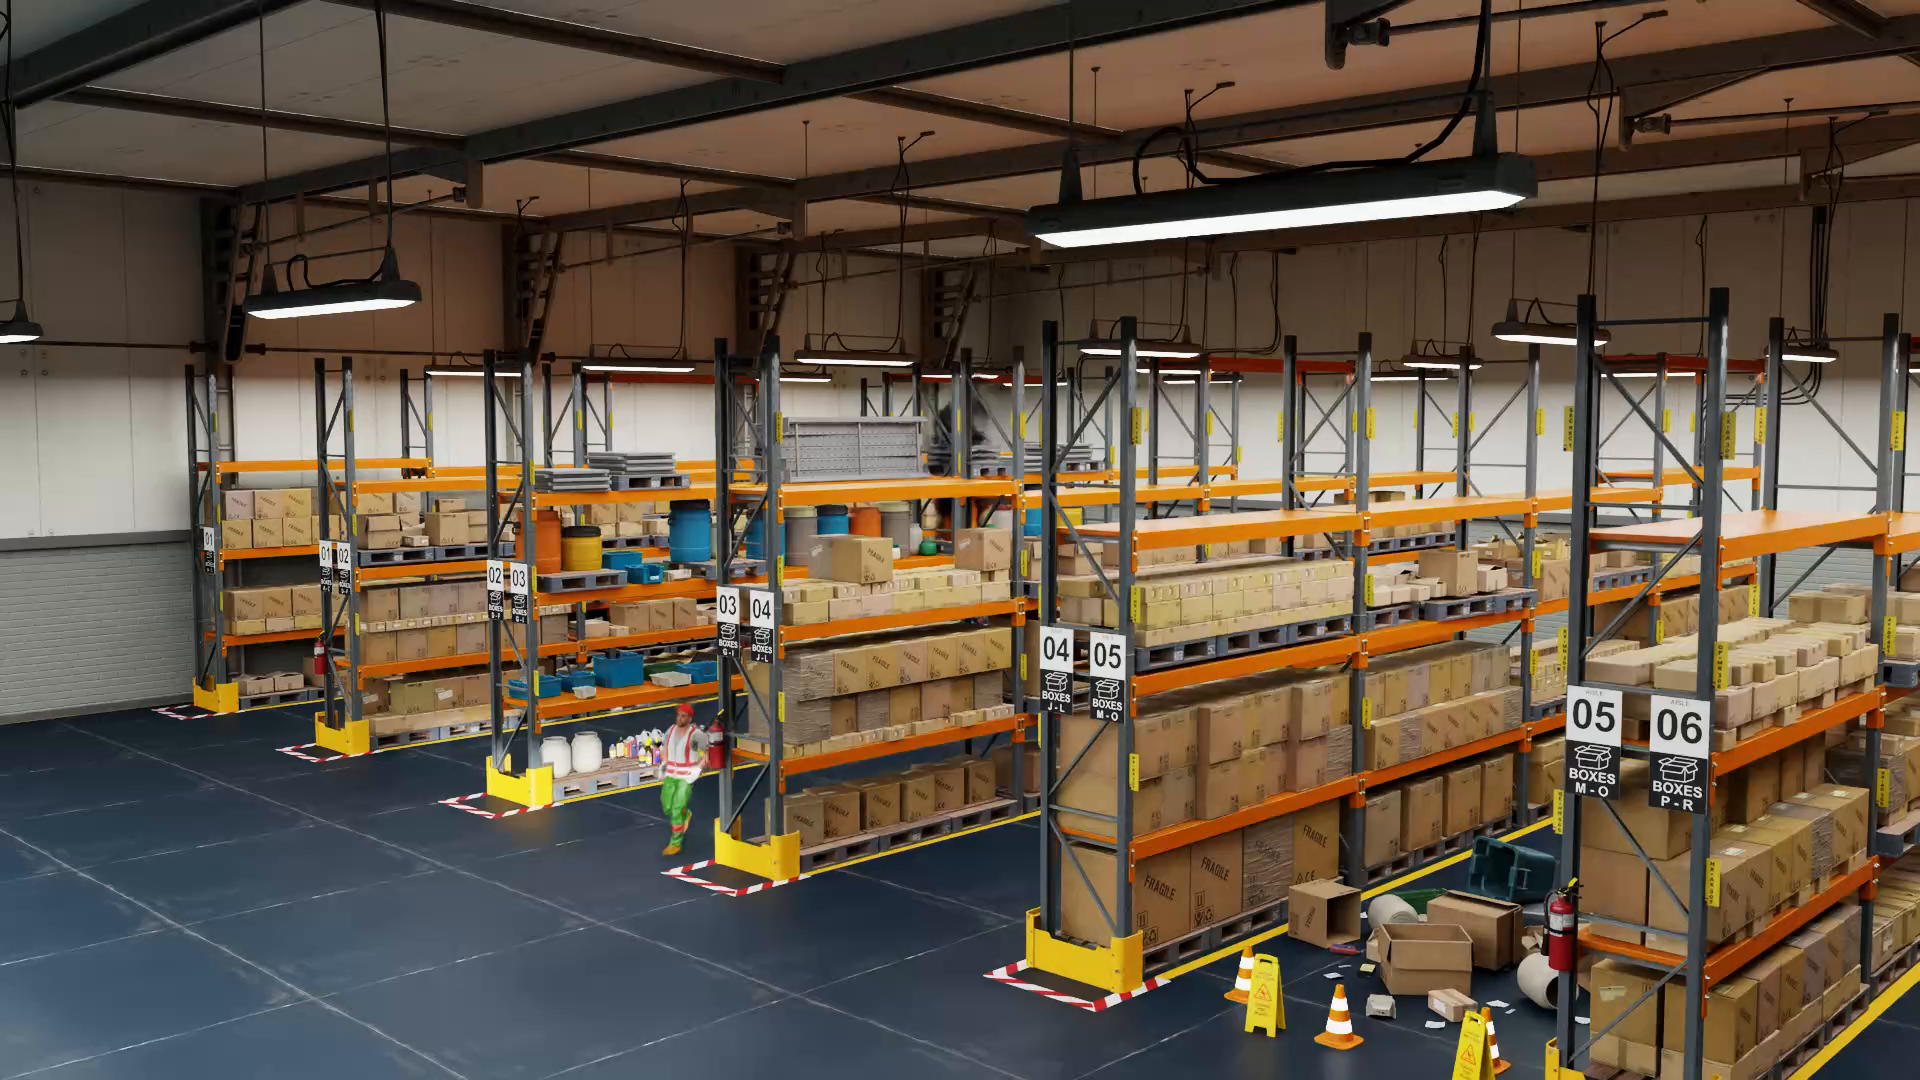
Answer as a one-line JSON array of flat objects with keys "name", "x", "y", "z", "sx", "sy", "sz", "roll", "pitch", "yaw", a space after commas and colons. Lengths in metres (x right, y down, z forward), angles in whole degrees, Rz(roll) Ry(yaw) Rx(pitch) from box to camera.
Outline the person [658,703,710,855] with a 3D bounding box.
[{"name": "person", "x": -3.245, "y": 2.806, "z": 19.692, "sx": 0.689, "sy": 1.781, "sz": 0.711, "roll": 2, "pitch": 5, "yaw": 22}]
